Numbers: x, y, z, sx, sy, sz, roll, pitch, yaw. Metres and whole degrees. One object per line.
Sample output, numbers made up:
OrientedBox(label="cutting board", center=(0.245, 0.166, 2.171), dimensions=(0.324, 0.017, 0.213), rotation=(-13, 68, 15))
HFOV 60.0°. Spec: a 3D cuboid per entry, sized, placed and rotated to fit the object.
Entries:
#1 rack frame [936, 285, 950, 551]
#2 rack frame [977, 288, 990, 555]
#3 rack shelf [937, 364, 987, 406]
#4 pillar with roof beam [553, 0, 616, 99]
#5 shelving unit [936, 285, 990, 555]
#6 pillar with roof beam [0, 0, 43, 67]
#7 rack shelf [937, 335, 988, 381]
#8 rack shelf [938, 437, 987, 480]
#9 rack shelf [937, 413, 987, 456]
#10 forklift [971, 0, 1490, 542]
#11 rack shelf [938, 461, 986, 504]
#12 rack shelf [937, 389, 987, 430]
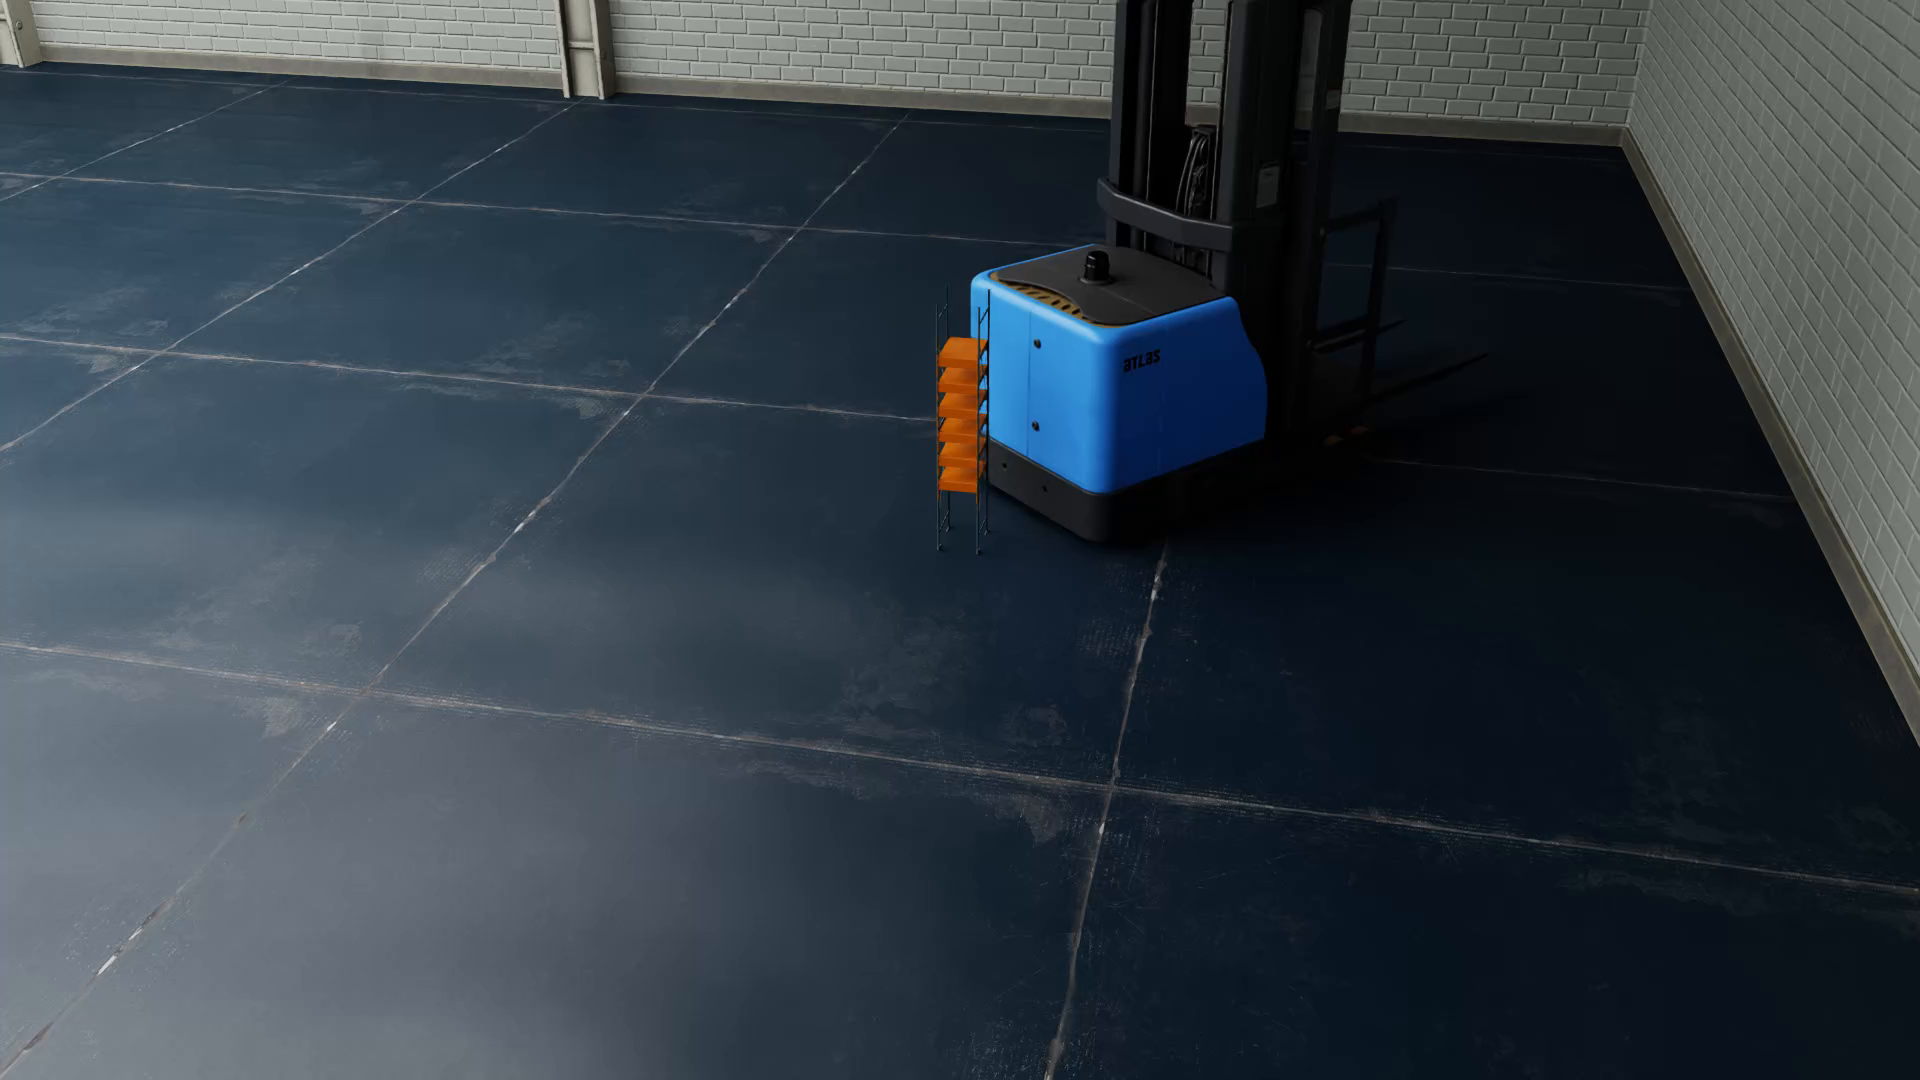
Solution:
OrientedBox(label="rack frame", center=(-0.075, -0.534, 7.476), dimensions=(0.006, 1.200, 0.240), rotation=(6, 29, 11))
OrientedBox(label="rack frame", center=(0.104, -0.516, 7.442), dimensions=(0.006, 1.200, 0.240), rotation=(6, 29, 11))
OrientedBox(label="rack shelf", center=(0.014, -0.696, 7.365), dimensions=(0.180, 0.103, 0.258), rotation=(6, 29, 11))
OrientedBox(label="pillar with roof beam", center=(-4.269, -5.998, 9.334), dimensions=(0.400, 9.000, 9.100), rotation=(6, 29, 11))
OrientedBox(label="shelving unit", center=(0.014, -0.525, 7.459), dimensions=(0.189, 1.200, 0.258), rotation=(6, 29, 11))
OrientedBox(label="pillar with roof beam", center=(-10.137, -6.599, 10.433), dimensions=(0.400, 9.000, 9.100), rotation=(6, 29, 11))
OrientedBox(label="rack shelf", center=(0.014, -0.802, 7.308), dimensions=(0.180, 0.103, 0.258), rotation=(6, 29, 11))
OrientedBox(label="rack shelf", center=(0.014, -0.381, 7.538), dimensions=(0.180, 0.103, 0.258), rotation=(6, 29, 11))
OrientedBox(label="rack shelf", center=(0.014, -0.486, 7.481), dimensions=(0.180, 0.103, 0.258), rotation=(6, 29, 11))
OrientedBox(label="forklift", center=(1.522, -1.830, 8.040), dimensions=(3.031, 2.935, 1.130), rotation=(-20, 34, -32))
OrientedBox(label="rack shelf", center=(0.014, -0.275, 7.596), dimensions=(0.180, 0.103, 0.258), rotation=(6, 29, 11))
OrientedBox(label="rack shelf", center=(0.014, -0.591, 7.423), dimensions=(0.180, 0.103, 0.258), rotation=(6, 29, 11))
